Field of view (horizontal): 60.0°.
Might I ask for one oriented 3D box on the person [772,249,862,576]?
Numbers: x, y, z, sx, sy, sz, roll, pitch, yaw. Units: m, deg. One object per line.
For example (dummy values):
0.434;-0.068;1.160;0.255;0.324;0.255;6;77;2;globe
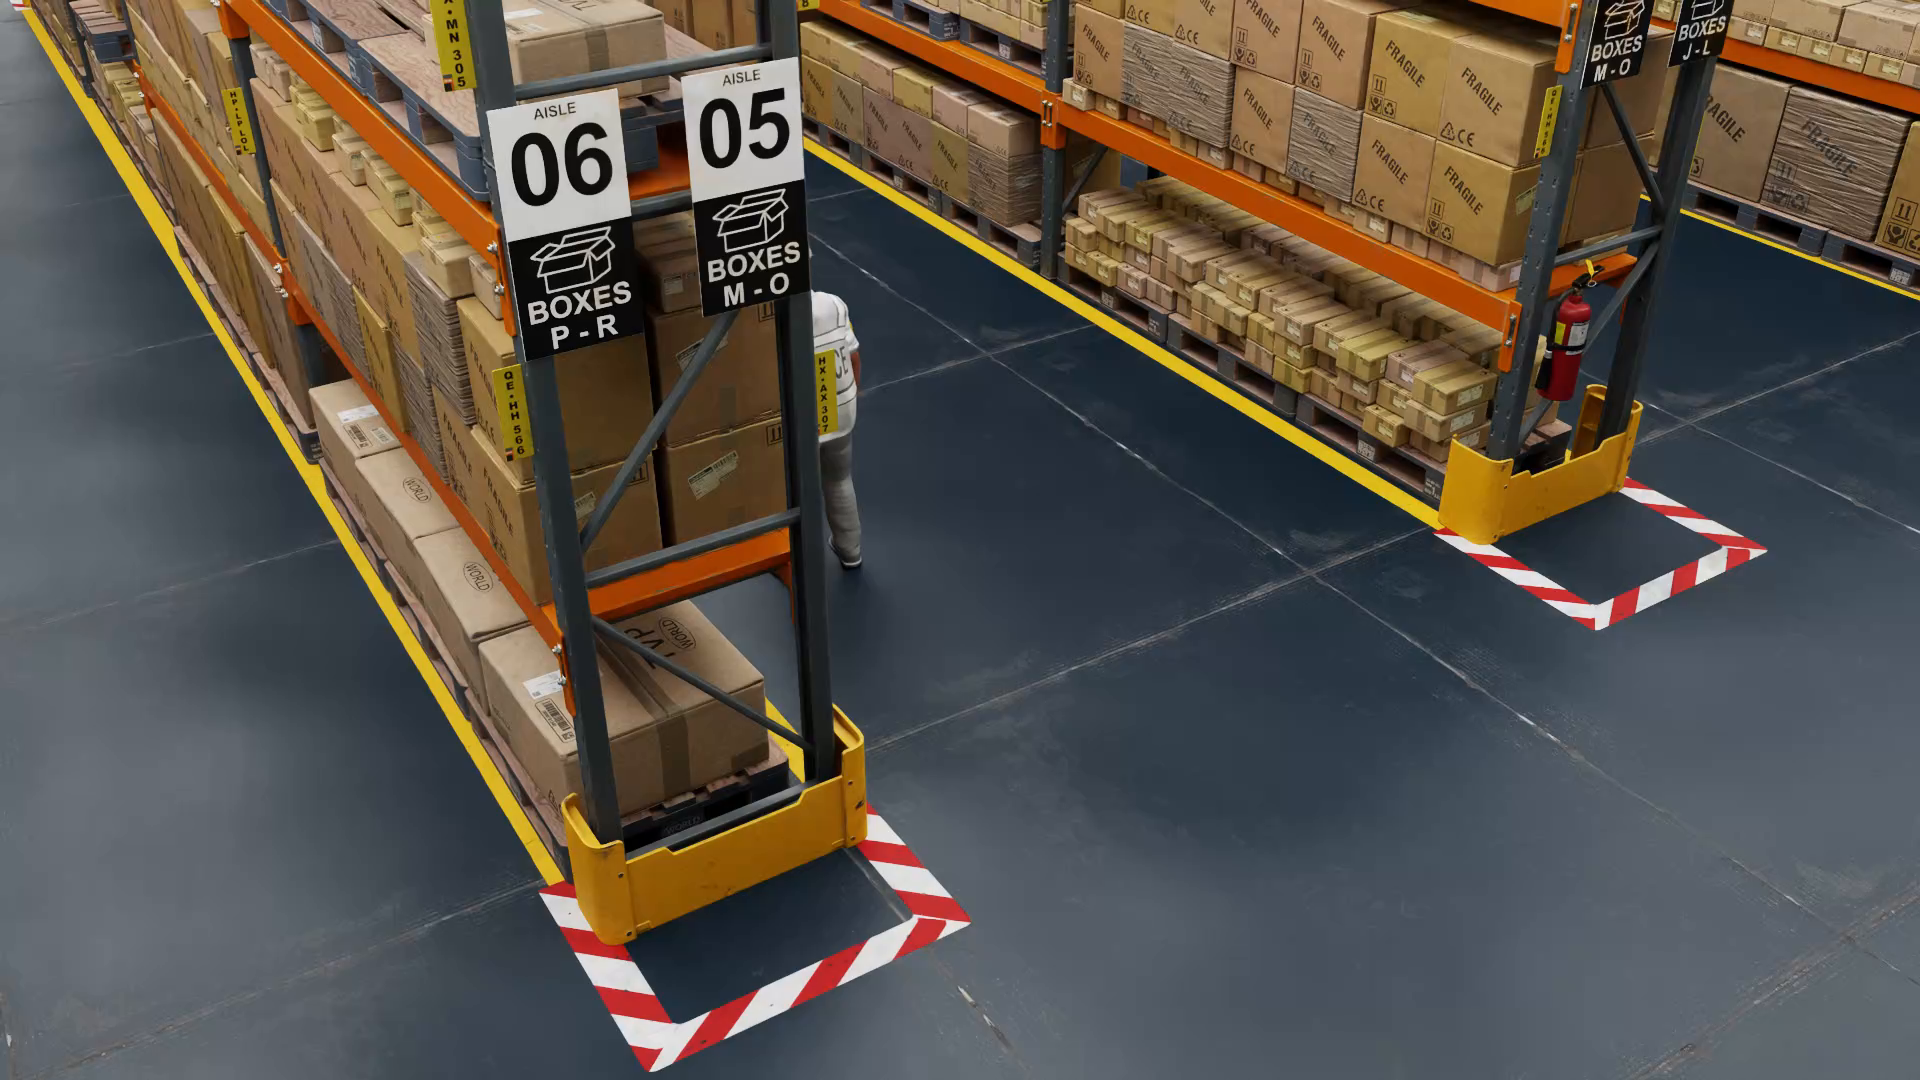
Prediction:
-0.733;-0.582;8.049;0.590;1.746;0.436;-21;38;-29;person
